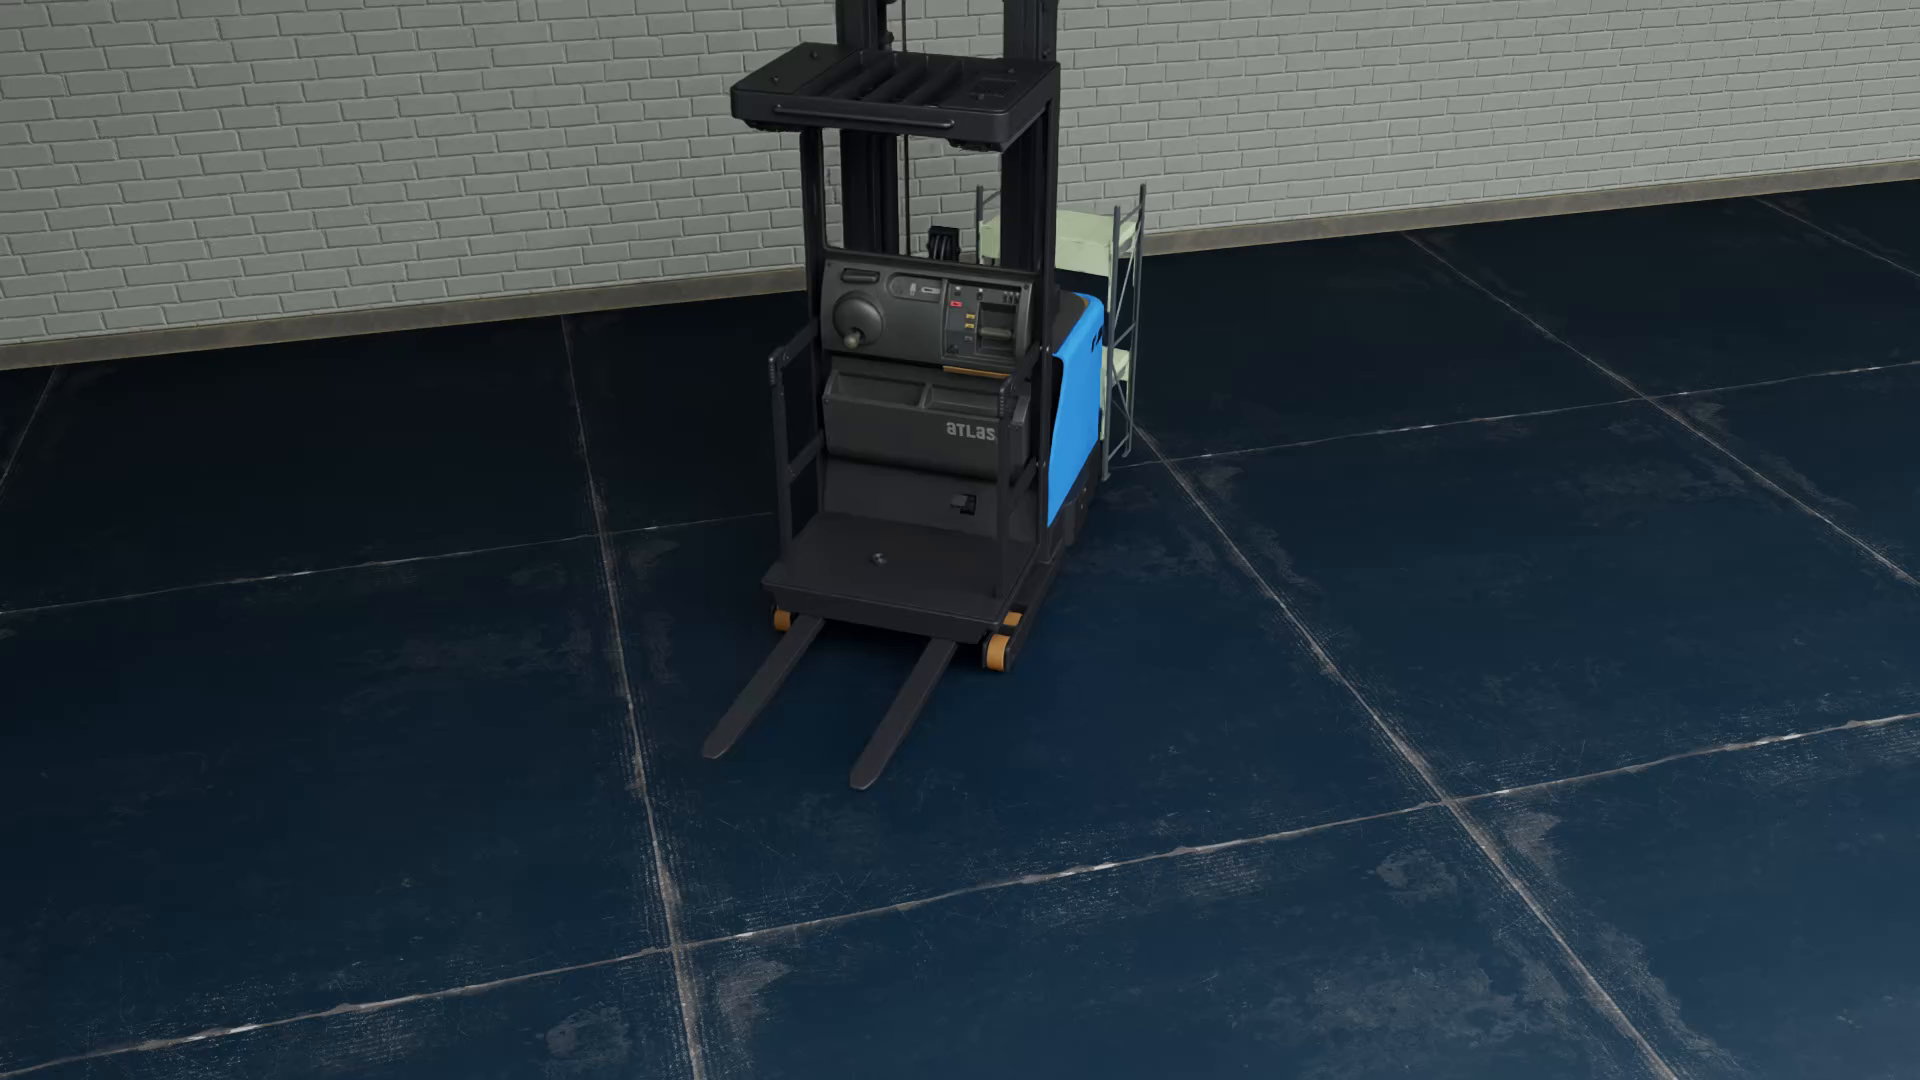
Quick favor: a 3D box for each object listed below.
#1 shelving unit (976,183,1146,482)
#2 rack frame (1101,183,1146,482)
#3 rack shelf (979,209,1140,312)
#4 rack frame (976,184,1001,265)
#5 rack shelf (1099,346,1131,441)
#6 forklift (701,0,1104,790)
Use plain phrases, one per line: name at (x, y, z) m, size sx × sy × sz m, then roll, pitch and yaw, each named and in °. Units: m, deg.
shelving unit at (0.509, -1.128, 8.701) m, size 0.755 × 1.500 × 0.431 m, roll 13°, pitch 33°, yaw 22°
rack frame at (0.840, -1.050, 8.566) m, size 0.023 × 1.500 × 0.400 m, roll 13°, pitch 33°, yaw 22°
rack shelf at (0.509, -1.466, 8.506) m, size 0.720 × 0.370 × 0.431 m, roll 13°, pitch 33°, yaw 22°
rack frame at (0.178, -1.206, 8.837) m, size 0.023 × 1.500 × 0.400 m, roll 13°, pitch 33°, yaw 22°
rack shelf at (0.509, -0.846, 8.864) m, size 0.720 × 0.370 × 0.431 m, roll 13°, pitch 33°, yaw 22°
forklift at (-0.213, -0.919, 6.912) m, size 1.130 × 2.935 × 3.031 m, roll 9°, pitch 31°, yaw 15°
